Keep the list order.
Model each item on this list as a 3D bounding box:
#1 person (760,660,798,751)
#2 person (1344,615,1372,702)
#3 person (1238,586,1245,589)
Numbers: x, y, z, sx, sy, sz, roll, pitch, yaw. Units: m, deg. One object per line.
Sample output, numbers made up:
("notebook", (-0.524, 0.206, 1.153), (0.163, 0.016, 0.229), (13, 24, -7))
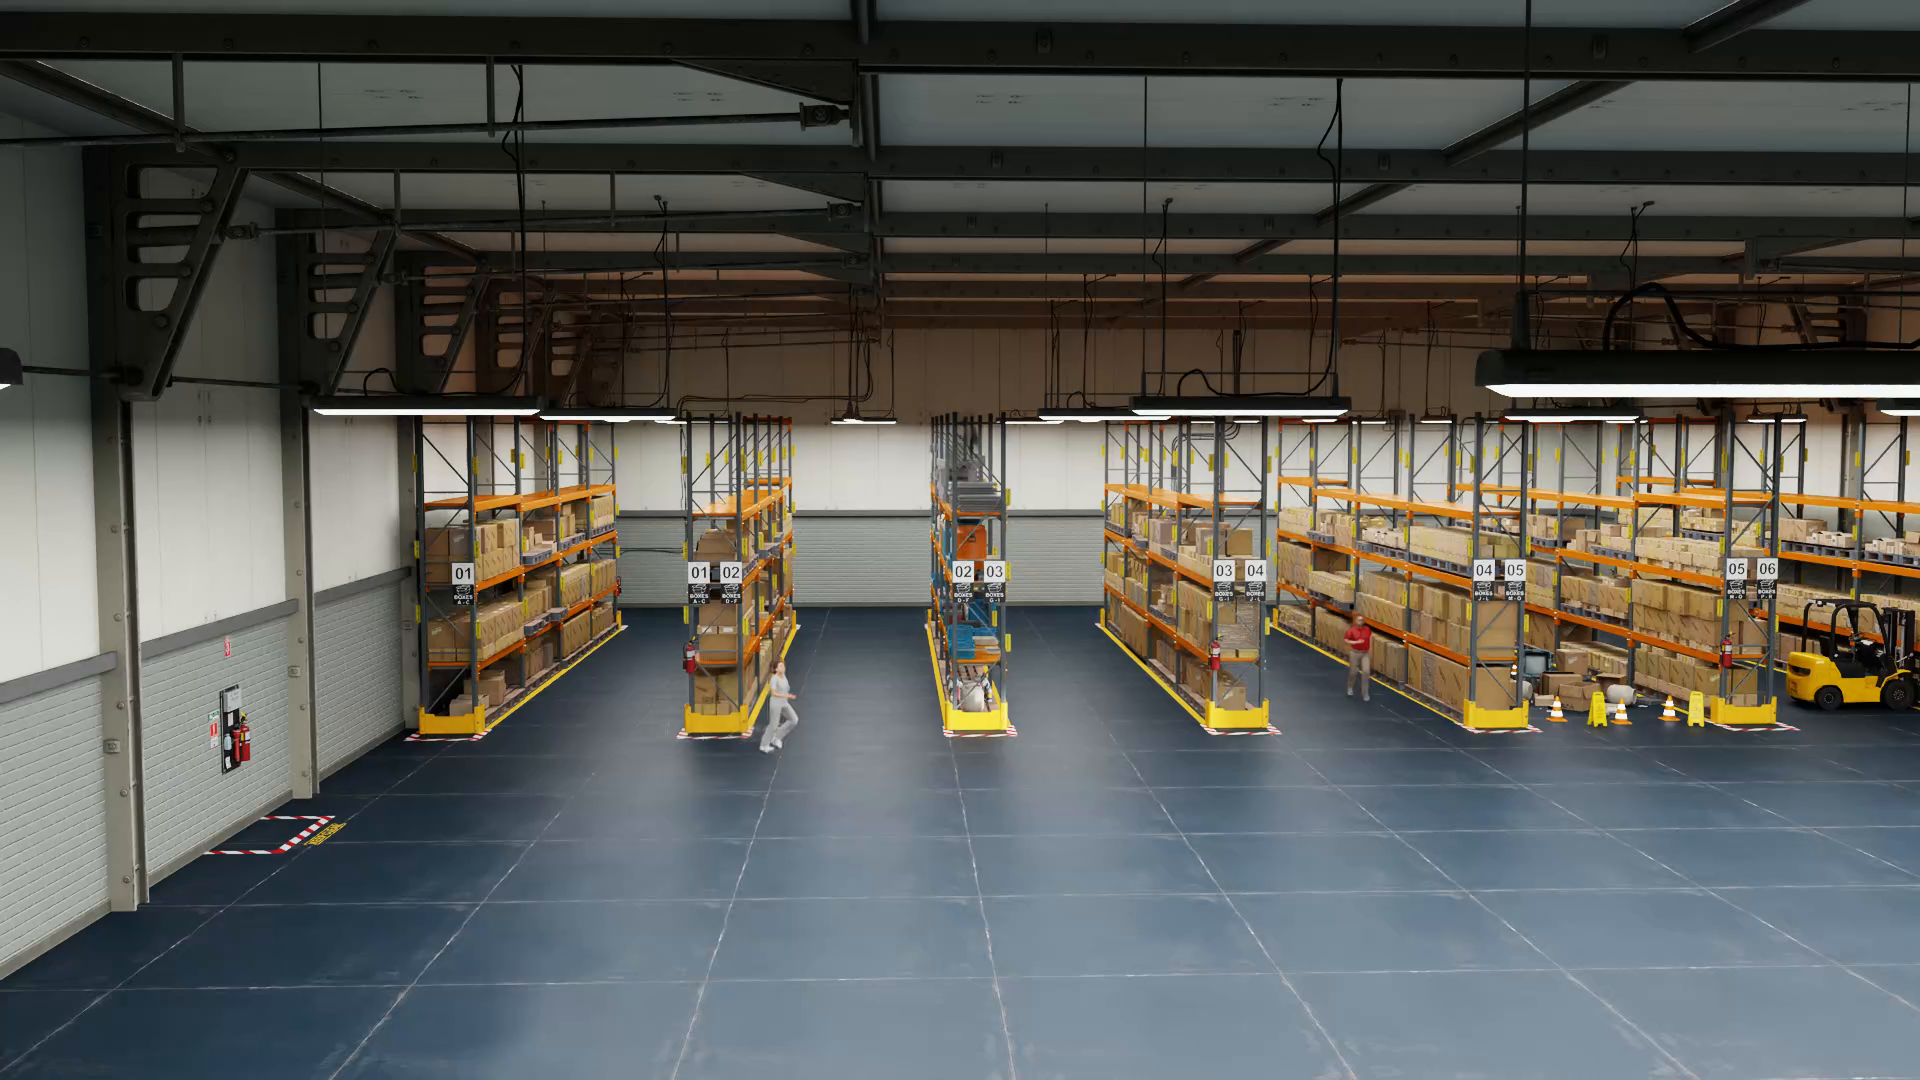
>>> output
("person", (-3.157, 2.905, 29.226), (0.773, 1.622, 0.584), (2, 5, 31))
("person", (8.394, 2.472, 35.047), (0.664, 1.793, 0.847), (0, 4, -3))
("person", (7.780, 1.684, 47.428), (0.643, 1.676, 0.793), (2, 5, 33))
